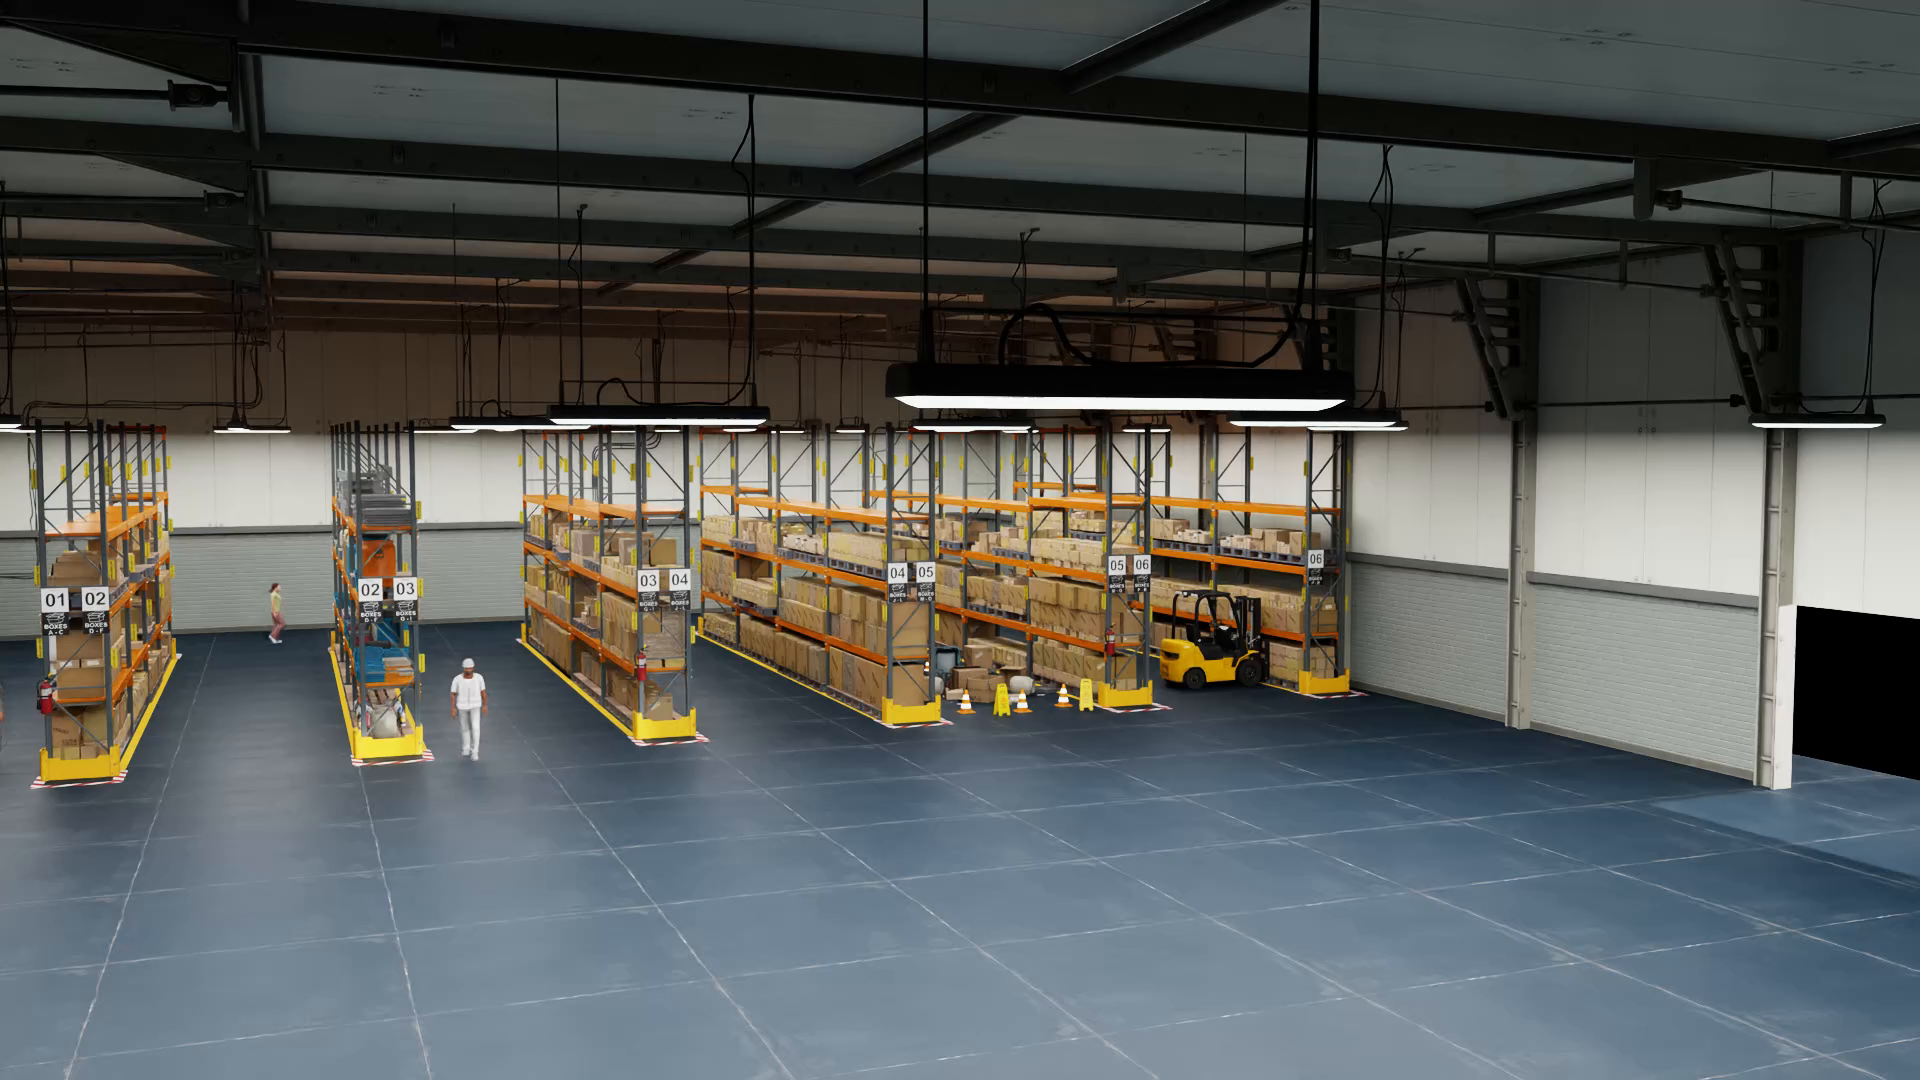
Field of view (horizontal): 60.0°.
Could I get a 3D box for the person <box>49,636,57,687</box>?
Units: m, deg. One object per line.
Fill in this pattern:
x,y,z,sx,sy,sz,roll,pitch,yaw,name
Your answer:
-20.327,2.481,37.501,0.620,1.778,0.535,-1,4,-20,person

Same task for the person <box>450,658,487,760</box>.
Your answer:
-8.735,2.983,29.559,0.621,1.742,0.717,-1,4,-15,person

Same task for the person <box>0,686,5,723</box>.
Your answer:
-16.707,3.100,28.573,0.562,1.727,0.746,-2,4,-34,person

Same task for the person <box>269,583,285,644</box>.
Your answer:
-18.836,2.010,45.837,0.423,1.669,0.478,-1,4,-22,person
